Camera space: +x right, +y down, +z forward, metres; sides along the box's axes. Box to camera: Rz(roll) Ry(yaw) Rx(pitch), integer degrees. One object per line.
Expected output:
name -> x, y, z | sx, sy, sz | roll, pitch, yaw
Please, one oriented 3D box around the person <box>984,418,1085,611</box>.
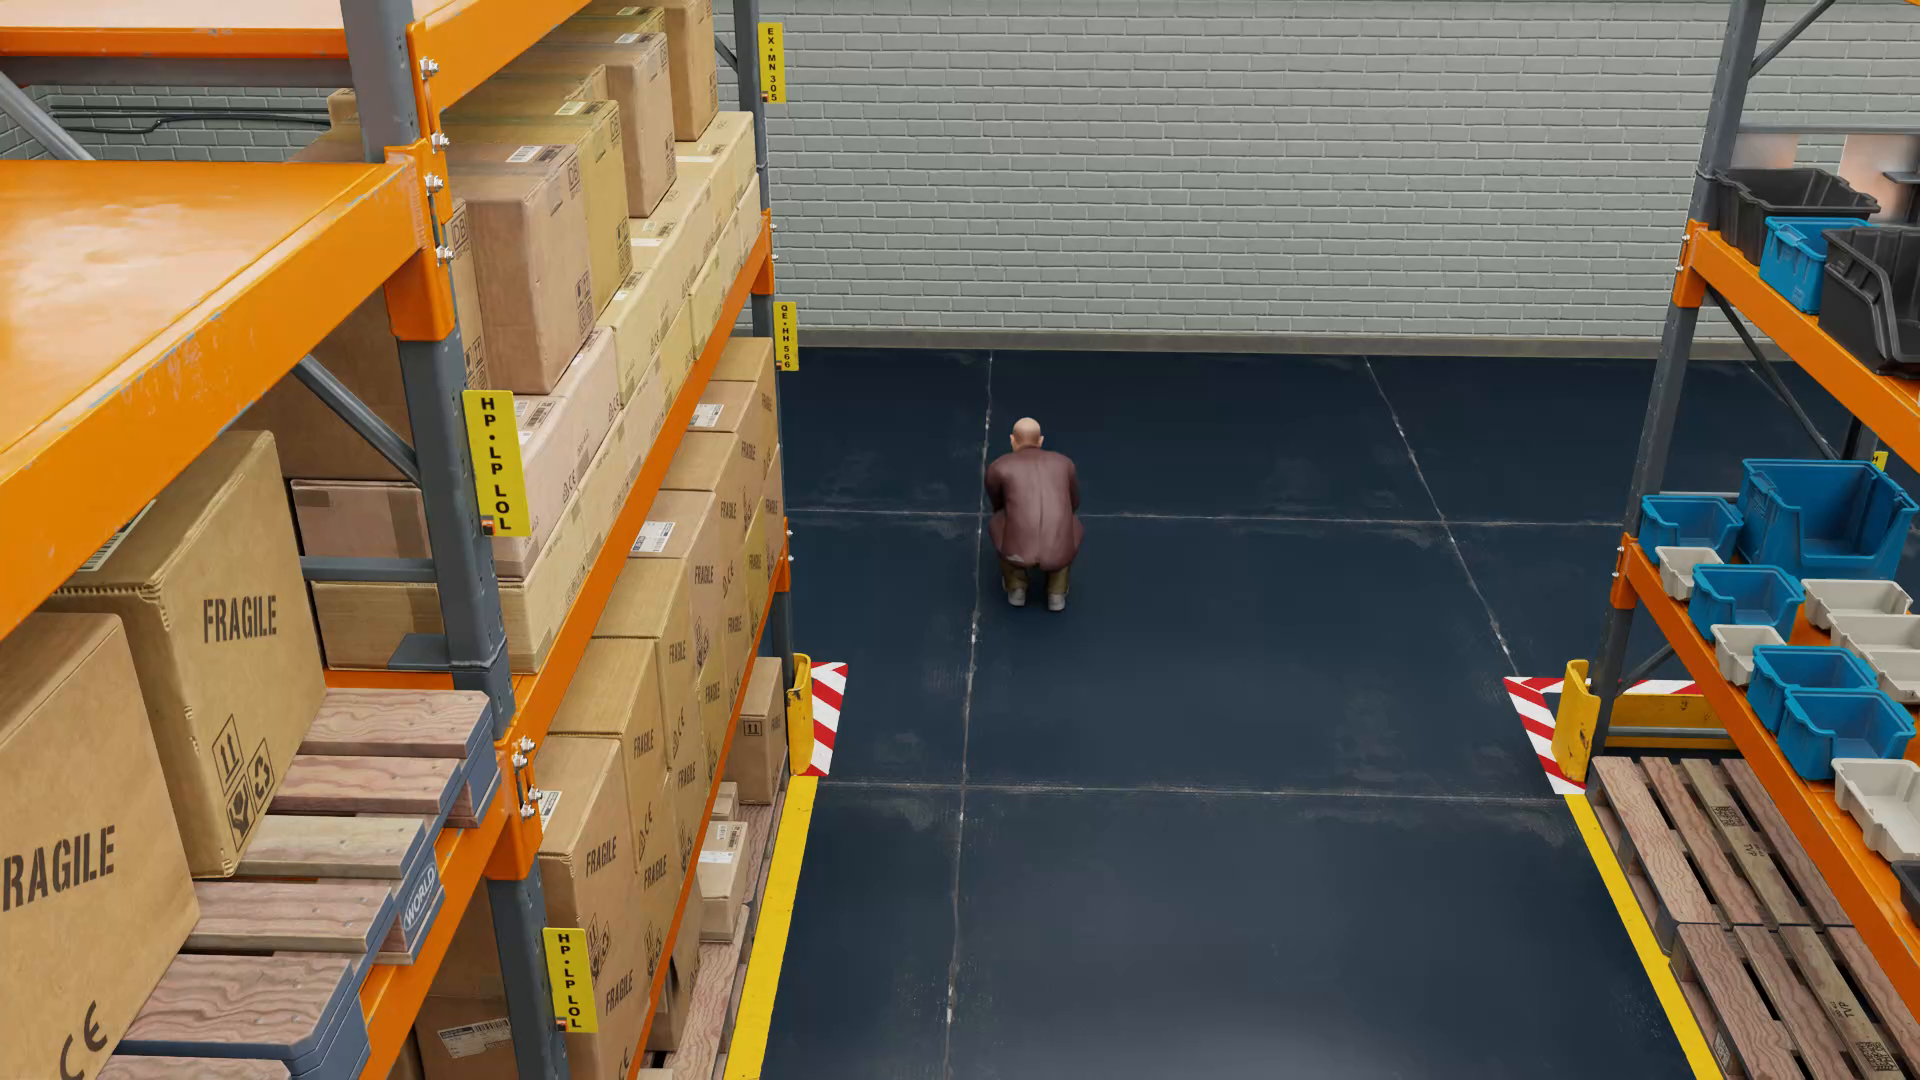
person -> 0.438, -0.161, 9.811 | 0.600, 0.982, 0.895 | 1, 28, 2
